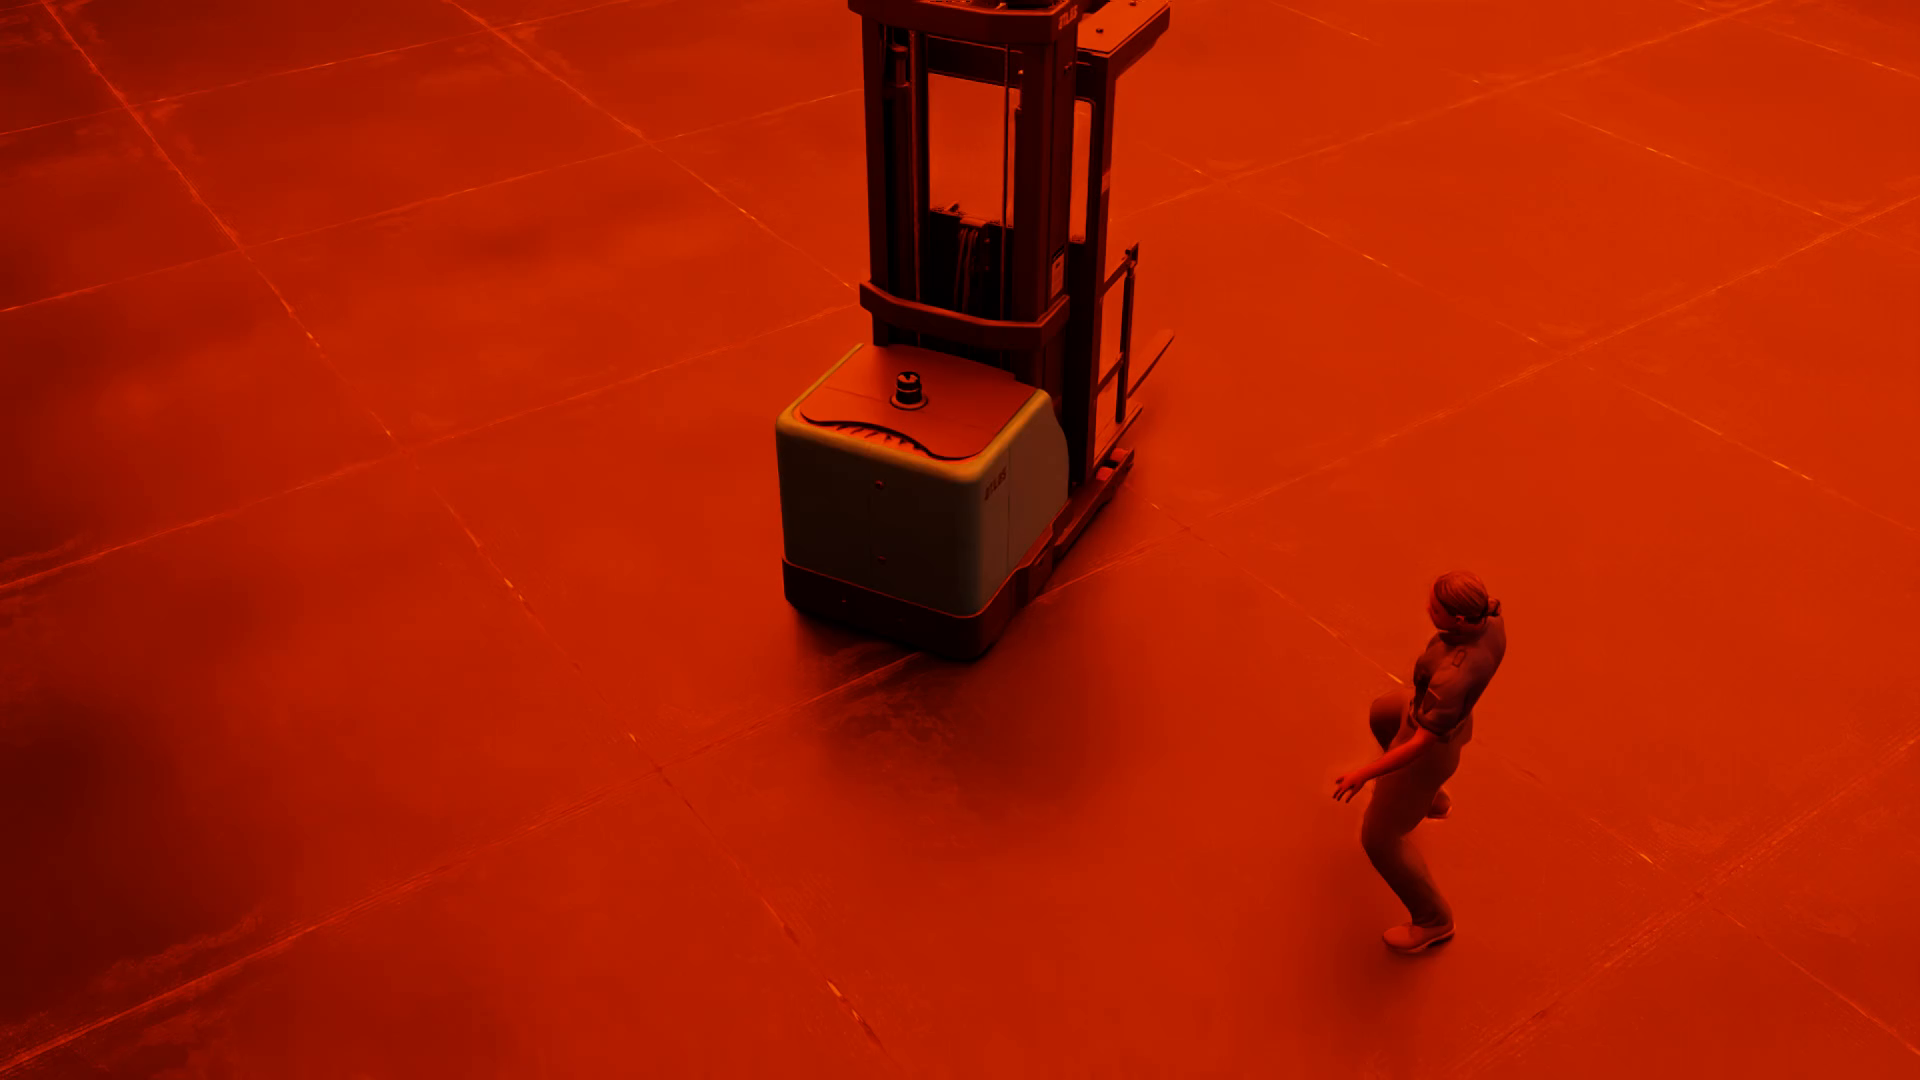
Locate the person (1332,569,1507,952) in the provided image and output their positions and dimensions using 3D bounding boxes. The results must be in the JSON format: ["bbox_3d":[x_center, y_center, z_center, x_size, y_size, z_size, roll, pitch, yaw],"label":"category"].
[{"bbox_3d":[1.735,0.716,6.172,0.614,1.549,0.863,21,42,26],"label":"person"}]

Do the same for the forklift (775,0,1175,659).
[{"bbox_3d":[0.274,-1.503,7.977,1.130,2.935,3.031,17,40,21],"label":"forklift"}]
